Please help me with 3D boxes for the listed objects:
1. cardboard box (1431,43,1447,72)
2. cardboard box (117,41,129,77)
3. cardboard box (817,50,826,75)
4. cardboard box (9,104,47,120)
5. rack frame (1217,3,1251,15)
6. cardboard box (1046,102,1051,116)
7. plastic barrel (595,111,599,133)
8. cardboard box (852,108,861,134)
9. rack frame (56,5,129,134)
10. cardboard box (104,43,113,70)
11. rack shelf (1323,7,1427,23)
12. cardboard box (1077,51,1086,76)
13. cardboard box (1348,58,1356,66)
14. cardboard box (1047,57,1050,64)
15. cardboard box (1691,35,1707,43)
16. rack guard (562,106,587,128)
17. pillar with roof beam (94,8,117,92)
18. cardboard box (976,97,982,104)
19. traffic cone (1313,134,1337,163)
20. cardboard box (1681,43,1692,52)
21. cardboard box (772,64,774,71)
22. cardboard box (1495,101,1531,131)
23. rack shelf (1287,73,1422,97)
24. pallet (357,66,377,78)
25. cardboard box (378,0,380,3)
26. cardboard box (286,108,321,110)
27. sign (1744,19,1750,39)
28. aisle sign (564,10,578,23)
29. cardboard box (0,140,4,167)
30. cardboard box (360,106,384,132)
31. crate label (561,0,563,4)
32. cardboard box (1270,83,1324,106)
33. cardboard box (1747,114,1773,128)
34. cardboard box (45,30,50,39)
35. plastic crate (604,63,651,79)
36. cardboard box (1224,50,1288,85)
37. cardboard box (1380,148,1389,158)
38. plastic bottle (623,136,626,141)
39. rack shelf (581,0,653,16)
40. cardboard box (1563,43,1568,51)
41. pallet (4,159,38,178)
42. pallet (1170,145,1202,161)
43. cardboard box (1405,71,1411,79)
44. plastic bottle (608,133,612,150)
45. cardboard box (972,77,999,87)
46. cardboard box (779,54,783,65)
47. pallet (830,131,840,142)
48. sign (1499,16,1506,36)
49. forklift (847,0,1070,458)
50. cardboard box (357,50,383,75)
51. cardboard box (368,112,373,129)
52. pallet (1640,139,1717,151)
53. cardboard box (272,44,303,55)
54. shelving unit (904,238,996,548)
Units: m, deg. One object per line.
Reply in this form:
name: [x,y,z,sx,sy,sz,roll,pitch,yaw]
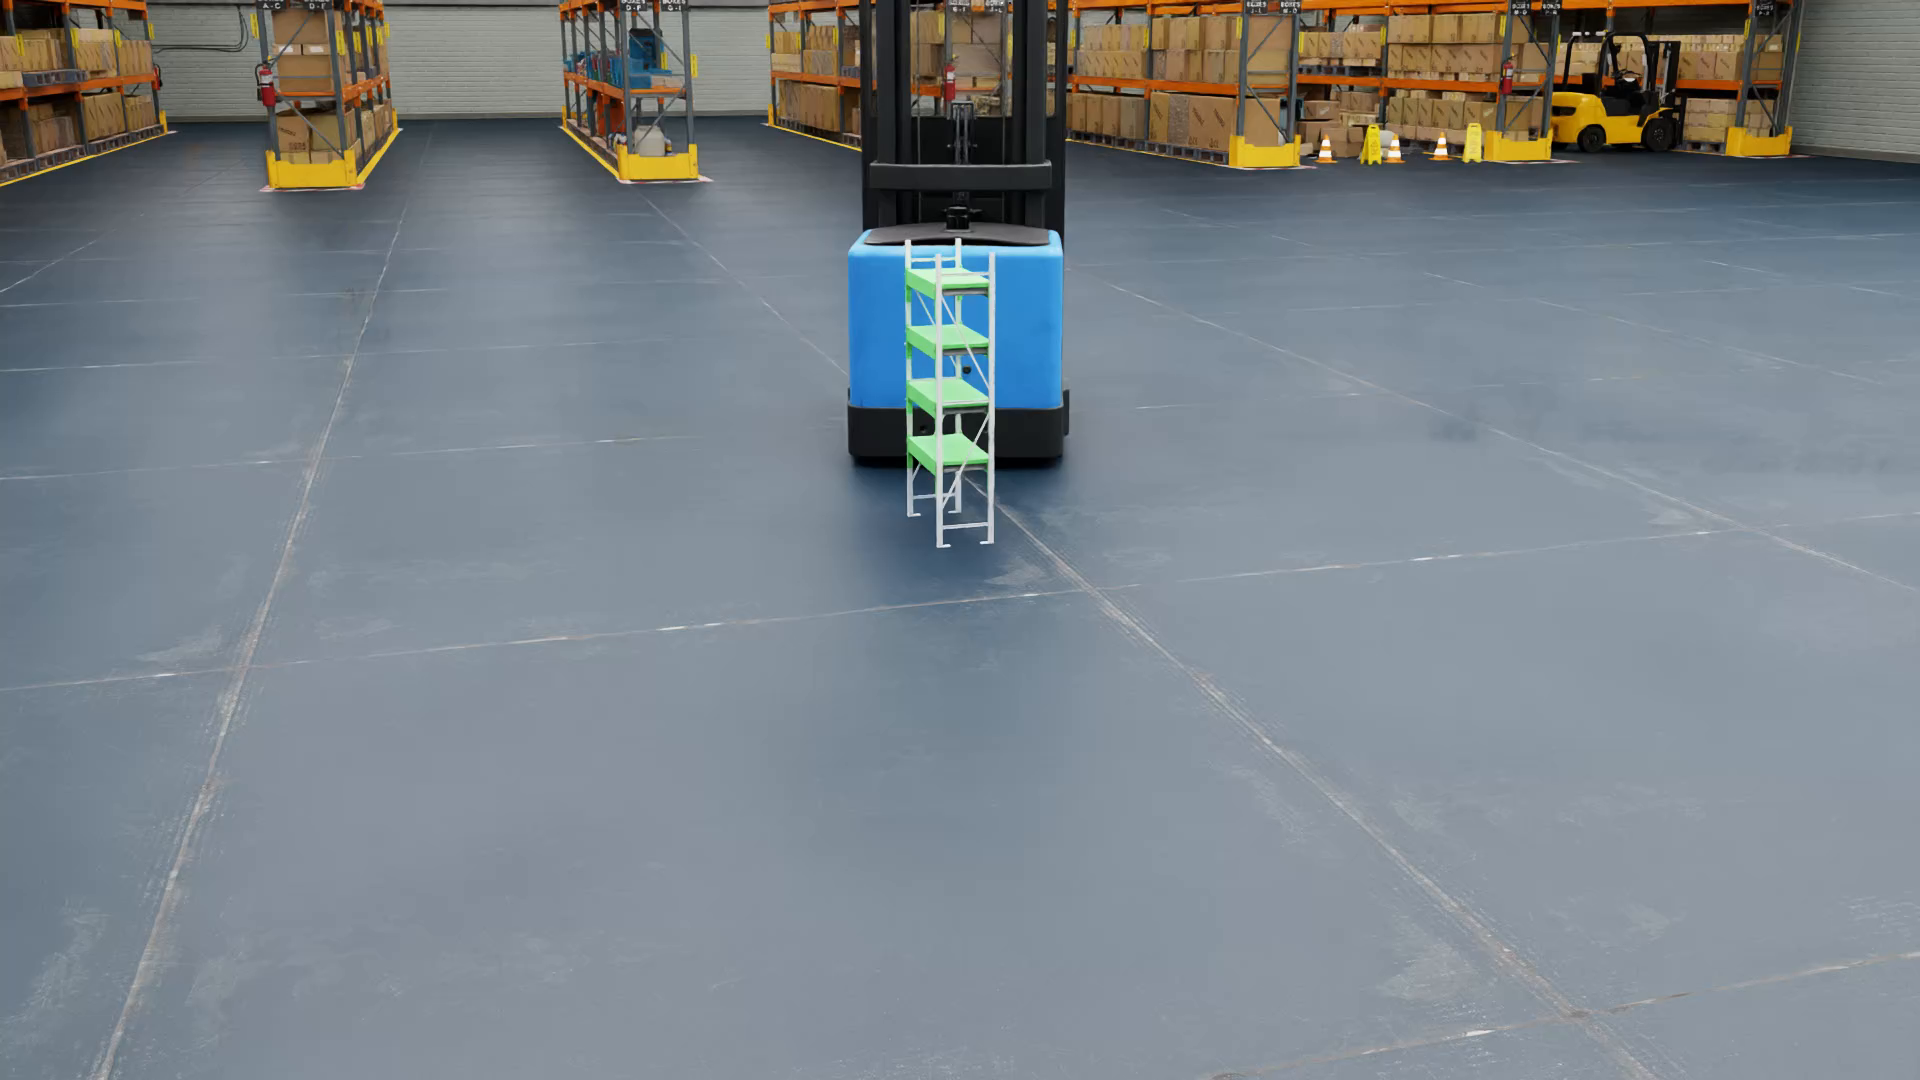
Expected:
cardboard box: [8.980,-8.824,30.423,0.500,0.500,0.500,-4,17,-15]
cardboard box: [-17.465,-9.742,33.648,0.980,0.700,0.700,-4,17,-14]
cardboard box: [-2.734,-10.103,35.197,0.500,0.500,0.500,-4,17,-14]
cardboard box: [-15.741,-7.214,28.030,0.500,0.250,0.500,-5,17,-16]
rack frame: [6.485,-11.405,39.707,1.000,3.000,0.127,-5,17,-15]
cardboard box: [2.120,-9.334,36.426,0.500,0.500,0.500,-6,18,-18]
plastic barrel: [-7.098,-8.416,33.352,0.421,0.512,0.421,0,17,0]
cardboard box: [-1.741,-8.345,33.100,0.700,0.500,0.500,-6,18,-18]
rack frame: [-17.331,-9.447,33.188,1.000,3.000,0.127,-5,17,-15]
cardboard box: [-16.812,-9.399,32.302,0.500,0.500,0.500,-5,17,-15]
rack shelf: [10.707,-13.444,42.531,1.077,0.370,4.000,-5,17,-15]
cardboard box: [2.716,-9.782,34.129,0.500,0.500,0.500,-5,17,-15]
cardboard box: [8.042,-9.607,33.426,0.380,0.149,0.250,-5,17,-15]
cardboard box: [2.072,-10.270,35.633,0.380,0.149,0.250,-5,17,-16]
cardboard box: [13.882,-9.337,31.003,0.380,0.149,0.250,-4,17,-14]
rack guard: [-8.924,-10.145,39.857,1.175,0.500,0.348,-5,17,-15]
pillar with roof beam: [-15.865,-14.445,39.400,9.100,9.000,0.400,-5,17,-15]
cardboard box: [0.609,-10.895,41.199,0.380,0.149,0.250,-5,17,-15]
traffic cone: [6.271,-6.711,28.489,0.336,0.463,0.334,-5,17,-15]
cardboard box: [13.814,-9.265,31.279,0.380,0.149,0.250,-5,17,-15]
cardboard box: [-4.362,-11.484,40.405,0.380,0.149,0.250,-4,17,-15]
cardboard box: [9.820,-7.581,29.721,0.500,0.500,0.500,-5,18,-17]
rack shelf: [8.134,-9.401,34.285,1.077,0.370,4.000,-5,17,-15]
pallet: [-12.009,-9.179,32.629,1.003,0.211,1.213,-5,17,-15]
cardboard box: [-12.997,-11.913,36.444,0.500,0.250,0.500,-5,17,-15]
cardboard box: [-10.399,-6.579,26.388,0.500,0.500,0.500,-5,17,-15]
sign: [14.029,-9.108,29.636,0.100,0.325,0.005,-5,17,-15]
aisle sign: [-9.210,-12.578,39.093,0.394,0.787,0.004,-5,17,-15]
cardboard box: [-14.447,-5.704,24.308,0.700,0.500,0.500,-6,18,-19]
cardboard box: [-11.893,-8.463,33.493,0.500,0.500,0.500,-4,17,-15]
crate label: [-8.962,-12.421,38.134,0.408,0.251,0.502,-5,17,-15]
cardboard box: [7.474,-9.680,36.927,0.875,0.875,0.875,-5,17,-16]
cardboard box: [14.625,-7.750,30.718,0.500,0.250,0.500,-4,17,-14]
cardboard box: [-16.108,-8.817,29.023,0.380,0.149,0.250,-7,18,-22]
plastic crate: [-5.586,-7.833,27.922,0.767,0.338,0.504,-5,17,-15]
cardboard box: [4.906,-7.838,27.569,0.875,0.550,0.550,-5,17,-15]
cardboard box: [7.481,-6.923,29.742,0.380,0.149,0.250,4,17,13]
plastic bottle: [-5.480,-6.516,27.401,0.152,0.276,0.135,-5,17,-15]
rack shelf: [-6.157,-9.663,29.942,1.077,0.370,4.000,-5,17,-15]
cardboard box: [12.831,-10.303,34.736,0.380,0.149,0.250,-5,17,-17]
pallet: [-14.914,-5.716,25.613,1.003,0.211,1.213,-5,17,-15]
pallet: [4.425,-6.883,29.499,1.003,0.211,1.213,-5,17,-15]
cardboard box: [8.683,-8.823,31.546,0.380,0.149,0.250,-5,17,-16]
plastic bottle: [-5.941,-6.799,28.349,0.097,0.271,0.097,0,17,0]
cardboard box: [0.405,-7.280,26.410,0.380,0.149,0.250,-5,17,-15]
cardboard box: [-3.987,-11.362,39.307,0.500,0.250,0.500,-5,18,-17]
pallet: [-2.088,-8.404,34.562,1.003,0.211,1.213,-5,17,-15]
sign: [9.244,-8.754,28.317,0.100,0.325,0.005,-5,17,-15]
forklift: [0.029,-2.170,9.082,1.130,2.935,3.031,1,17,2]
cardboard box: [-12.447,-10.050,35.022,0.500,0.500,0.500,-4,17,-14]
cardboard box: [-10.940,-7.617,30.172,0.500,0.311,0.500,-5,17,-16]
pallet: [13.972,-7.689,32.182,1.003,0.211,1.213,-5,17,-15]
cardboard box: [-9.560,-6.969,23.639,0.380,0.149,0.250,-5,17,-16]
shelving unit: [-0.045,-0.620,6.932,0.258,1.200,0.503,-5,17,-15]
